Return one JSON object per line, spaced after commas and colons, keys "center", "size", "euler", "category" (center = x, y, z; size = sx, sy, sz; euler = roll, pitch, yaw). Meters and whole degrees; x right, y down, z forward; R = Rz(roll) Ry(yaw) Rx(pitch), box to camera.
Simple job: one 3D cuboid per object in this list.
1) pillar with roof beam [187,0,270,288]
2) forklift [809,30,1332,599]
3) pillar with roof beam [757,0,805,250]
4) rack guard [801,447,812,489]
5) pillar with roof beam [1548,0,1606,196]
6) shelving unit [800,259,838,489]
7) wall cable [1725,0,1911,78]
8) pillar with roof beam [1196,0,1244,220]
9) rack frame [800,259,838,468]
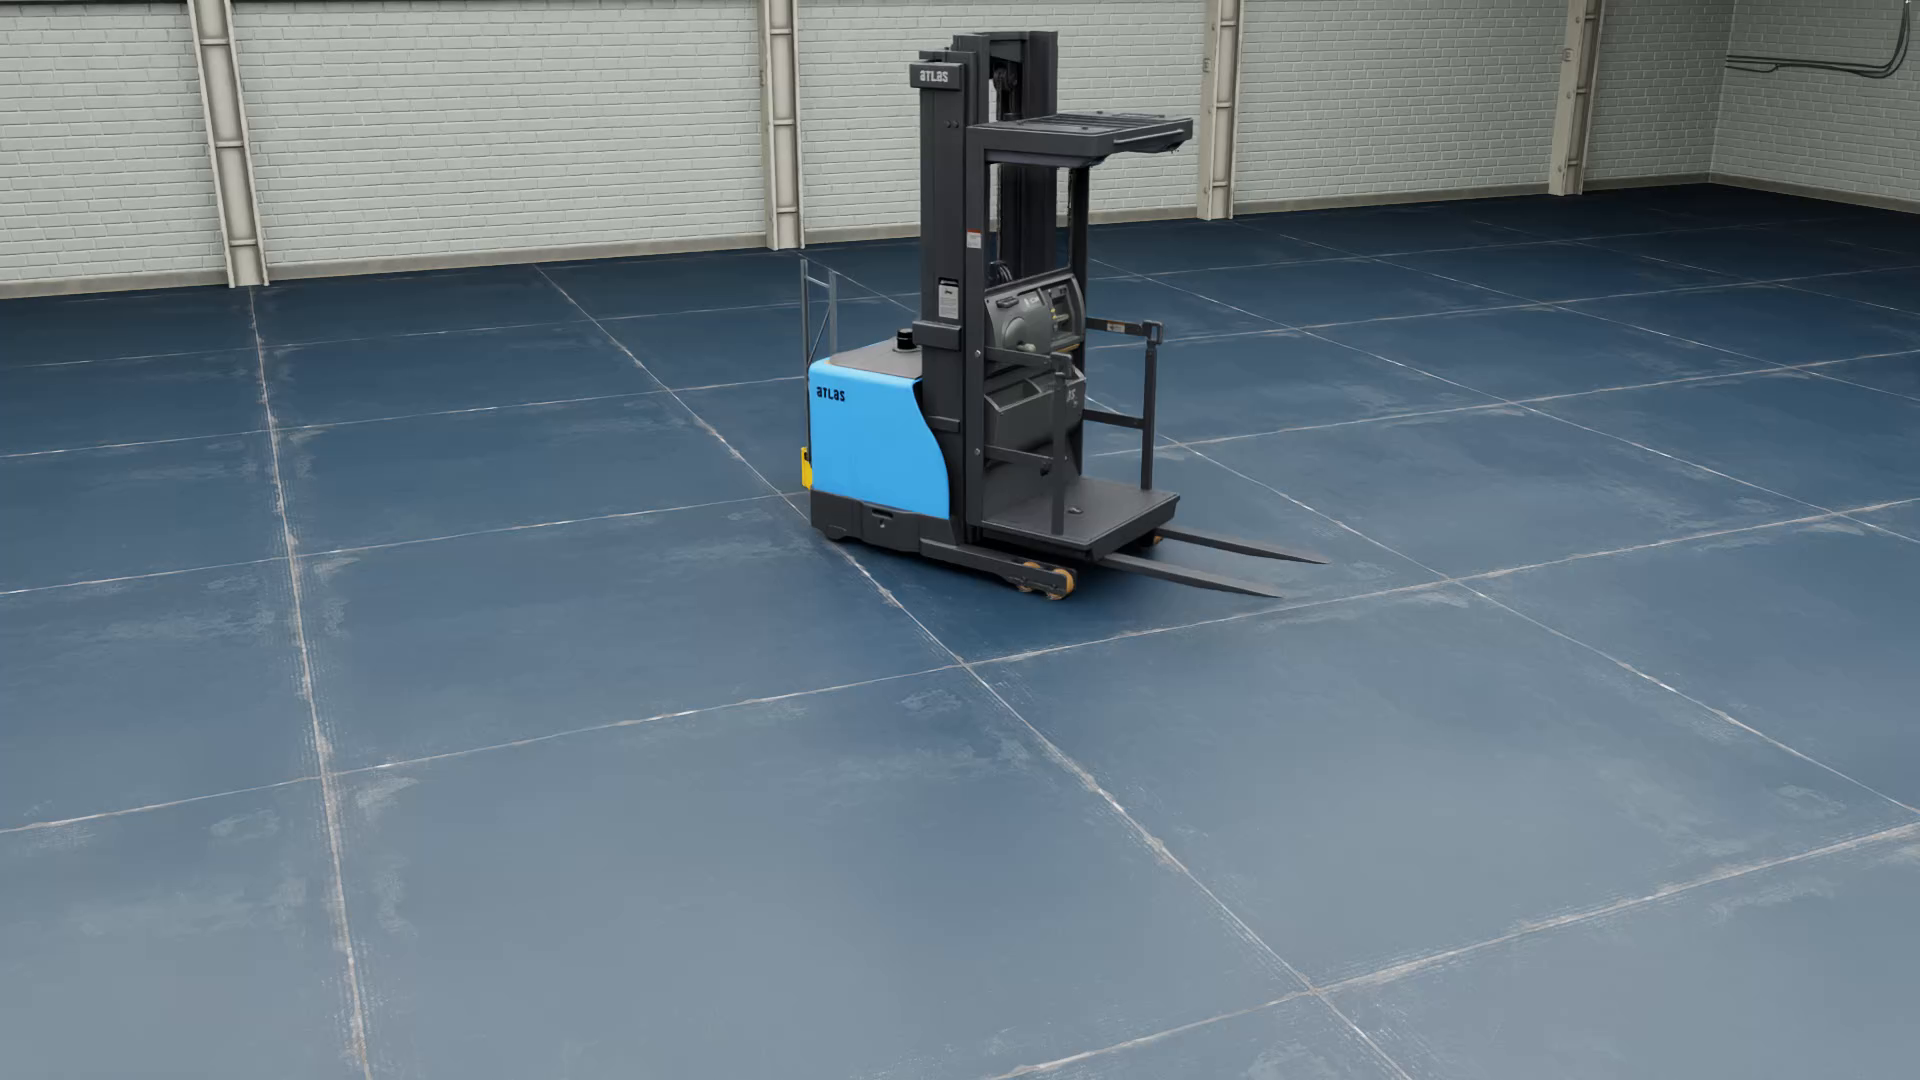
{"center": [-5.907, -5.672, 12.583], "size": [0.400, 9.000, 9.100], "euler": [-8, 21, -22], "category": "pillar with roof beam"}
{"center": [0.595, -1.258, 9.182], "size": [3.031, 2.935, 1.130], "euler": [13, 23, 33], "category": "forklift"}
{"center": [-0.398, -6.462, 14.824], "size": [0.400, 9.000, 9.100], "euler": [-8, 21, -22], "category": "pillar with roof beam"}
{"center": [-0.886, -0.412, 10.815], "size": [0.087, 0.250, 0.587], "euler": [-10, 22, -26], "category": "rack guard"}
{"center": [10.621, -8.040, 19.308], "size": [0.400, 9.000, 9.100], "euler": [-8, 21, -22], "category": "pillar with roof beam"}
{"center": [-0.443, -1.077, 10.823], "size": [1.083, 1.500, 0.587], "euler": [-10, 22, -26], "category": "shelving unit"}
{"center": [12.144, -7.873, 23.507], "size": [0.112, 2.526, 3.097], "euler": [-8, 21, -22], "category": "wall cable"}
{"center": [5.111, -7.251, 17.066], "size": [0.400, 9.000, 9.100], "euler": [-8, 21, -22], "category": "pillar with roof beam"}
{"center": [-0.887, -1.001, 10.607], "size": [0.032, 1.500, 0.500], "euler": [-10, 22, -26], "category": "rack frame"}
